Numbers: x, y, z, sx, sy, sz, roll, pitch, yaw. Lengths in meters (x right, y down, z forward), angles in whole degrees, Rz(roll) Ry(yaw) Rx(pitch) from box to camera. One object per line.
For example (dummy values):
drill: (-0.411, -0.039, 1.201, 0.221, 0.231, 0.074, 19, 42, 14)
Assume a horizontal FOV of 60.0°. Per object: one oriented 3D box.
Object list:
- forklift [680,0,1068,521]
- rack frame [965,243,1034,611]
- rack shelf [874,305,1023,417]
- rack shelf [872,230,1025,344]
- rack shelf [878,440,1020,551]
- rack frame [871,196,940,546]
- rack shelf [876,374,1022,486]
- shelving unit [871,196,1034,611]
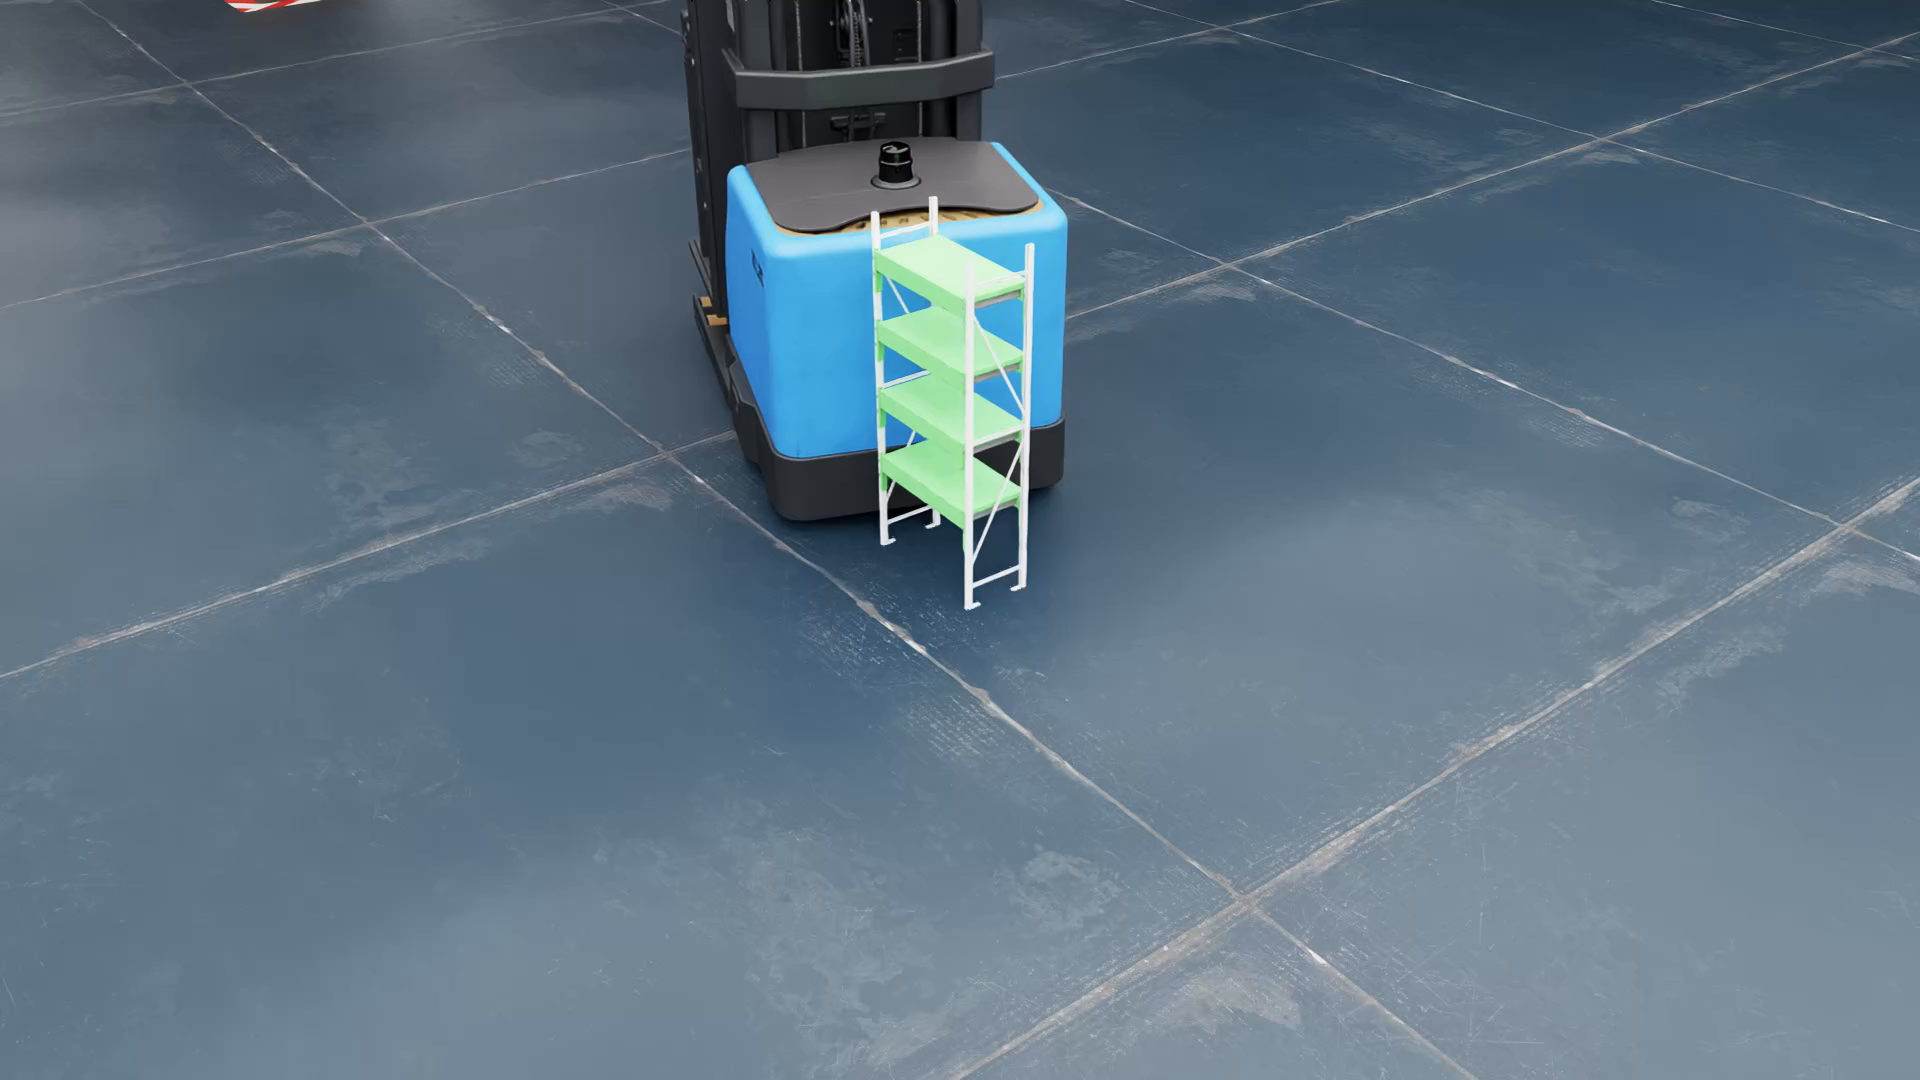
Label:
forklift: (-0.520, -2.079, 6.320, 1.130, 2.935, 3.031, -9, 33, -13)
rack frame: (0.116, -0.320, 5.129, 0.240, 1.200, 0.015, -21, 38, -30)
rack shelf: (-0.028, -0.574, 5.203, 0.258, 0.148, 0.480, -21, 38, -30)
rack shelf: (-0.028, -0.778, 5.077, 0.258, 0.148, 0.480, -21, 38, -30)
rack shelf: (-0.028, -0.166, 5.457, 0.258, 0.148, 0.480, -21, 38, -30)
rack frame: (-0.172, -0.528, 5.464, 0.240, 1.200, 0.015, -21, 38, -30)
rack shelf: (-0.028, -0.370, 5.330, 0.258, 0.148, 0.480, -21, 38, -30)
shelving unit: (-0.028, -0.424, 5.296, 0.258, 1.200, 0.503, -21, 38, -30)
